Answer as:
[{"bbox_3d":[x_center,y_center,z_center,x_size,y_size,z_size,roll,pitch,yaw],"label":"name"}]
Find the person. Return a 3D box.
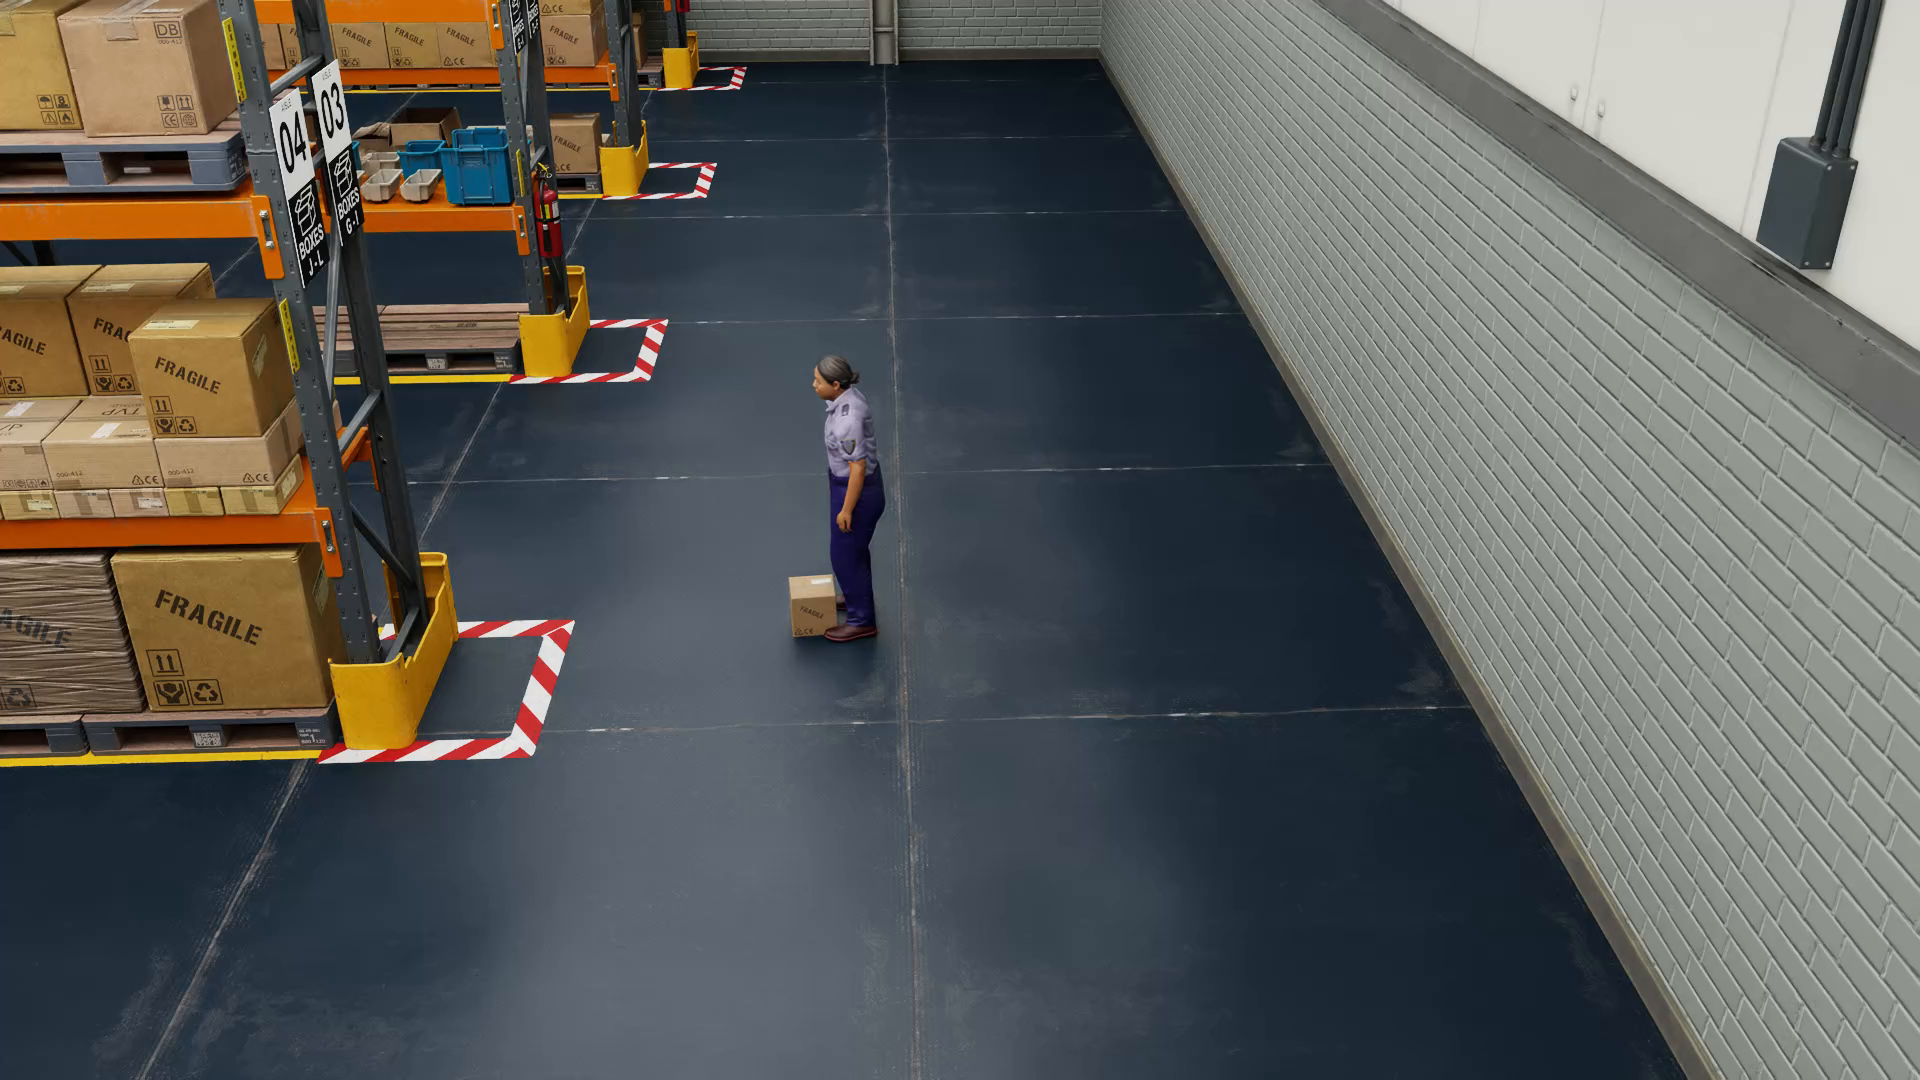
[{"bbox_3d":[-0.595,-0.247,9.114,0.367,1.637,0.550,-2,28,-3],"label":"person"}]
